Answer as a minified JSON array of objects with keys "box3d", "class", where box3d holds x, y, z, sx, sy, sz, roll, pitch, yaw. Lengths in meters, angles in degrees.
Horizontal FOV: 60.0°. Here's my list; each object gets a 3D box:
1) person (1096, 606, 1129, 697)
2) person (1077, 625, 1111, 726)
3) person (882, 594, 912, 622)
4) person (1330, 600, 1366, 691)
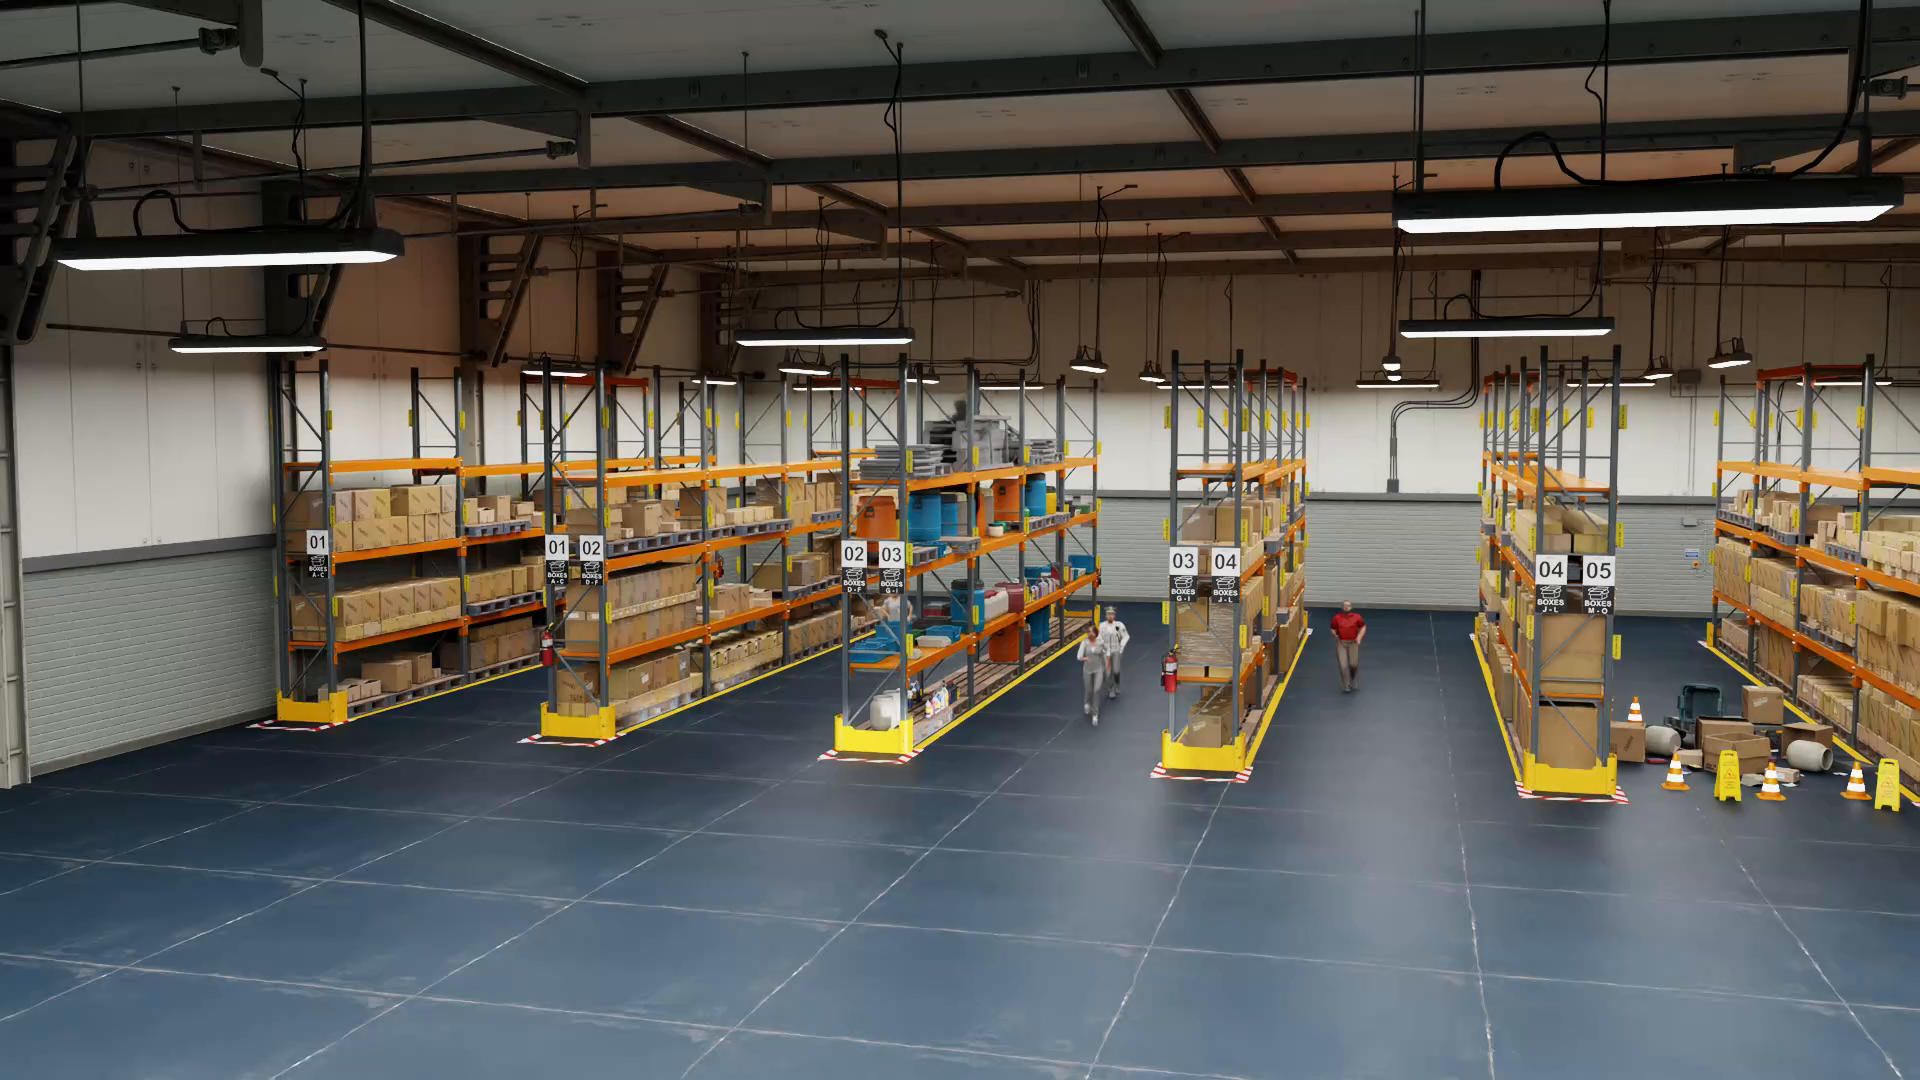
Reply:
[{"box3d":[2.728,2.018,29.907,0.589,1.653,0.528,1,4,11],"class":"person"},{"box3d":[2.226,2.212,27.685,0.550,1.616,0.881,1,4,8],"class":"person"},{"box3d":[-1.297,1.766,33.800,0.580,1.700,0.715,1,4,13],"class":"person"},{"box3d":[7.129,1.952,30.625,0.638,1.681,0.586,1,4,17],"class":"person"}]
